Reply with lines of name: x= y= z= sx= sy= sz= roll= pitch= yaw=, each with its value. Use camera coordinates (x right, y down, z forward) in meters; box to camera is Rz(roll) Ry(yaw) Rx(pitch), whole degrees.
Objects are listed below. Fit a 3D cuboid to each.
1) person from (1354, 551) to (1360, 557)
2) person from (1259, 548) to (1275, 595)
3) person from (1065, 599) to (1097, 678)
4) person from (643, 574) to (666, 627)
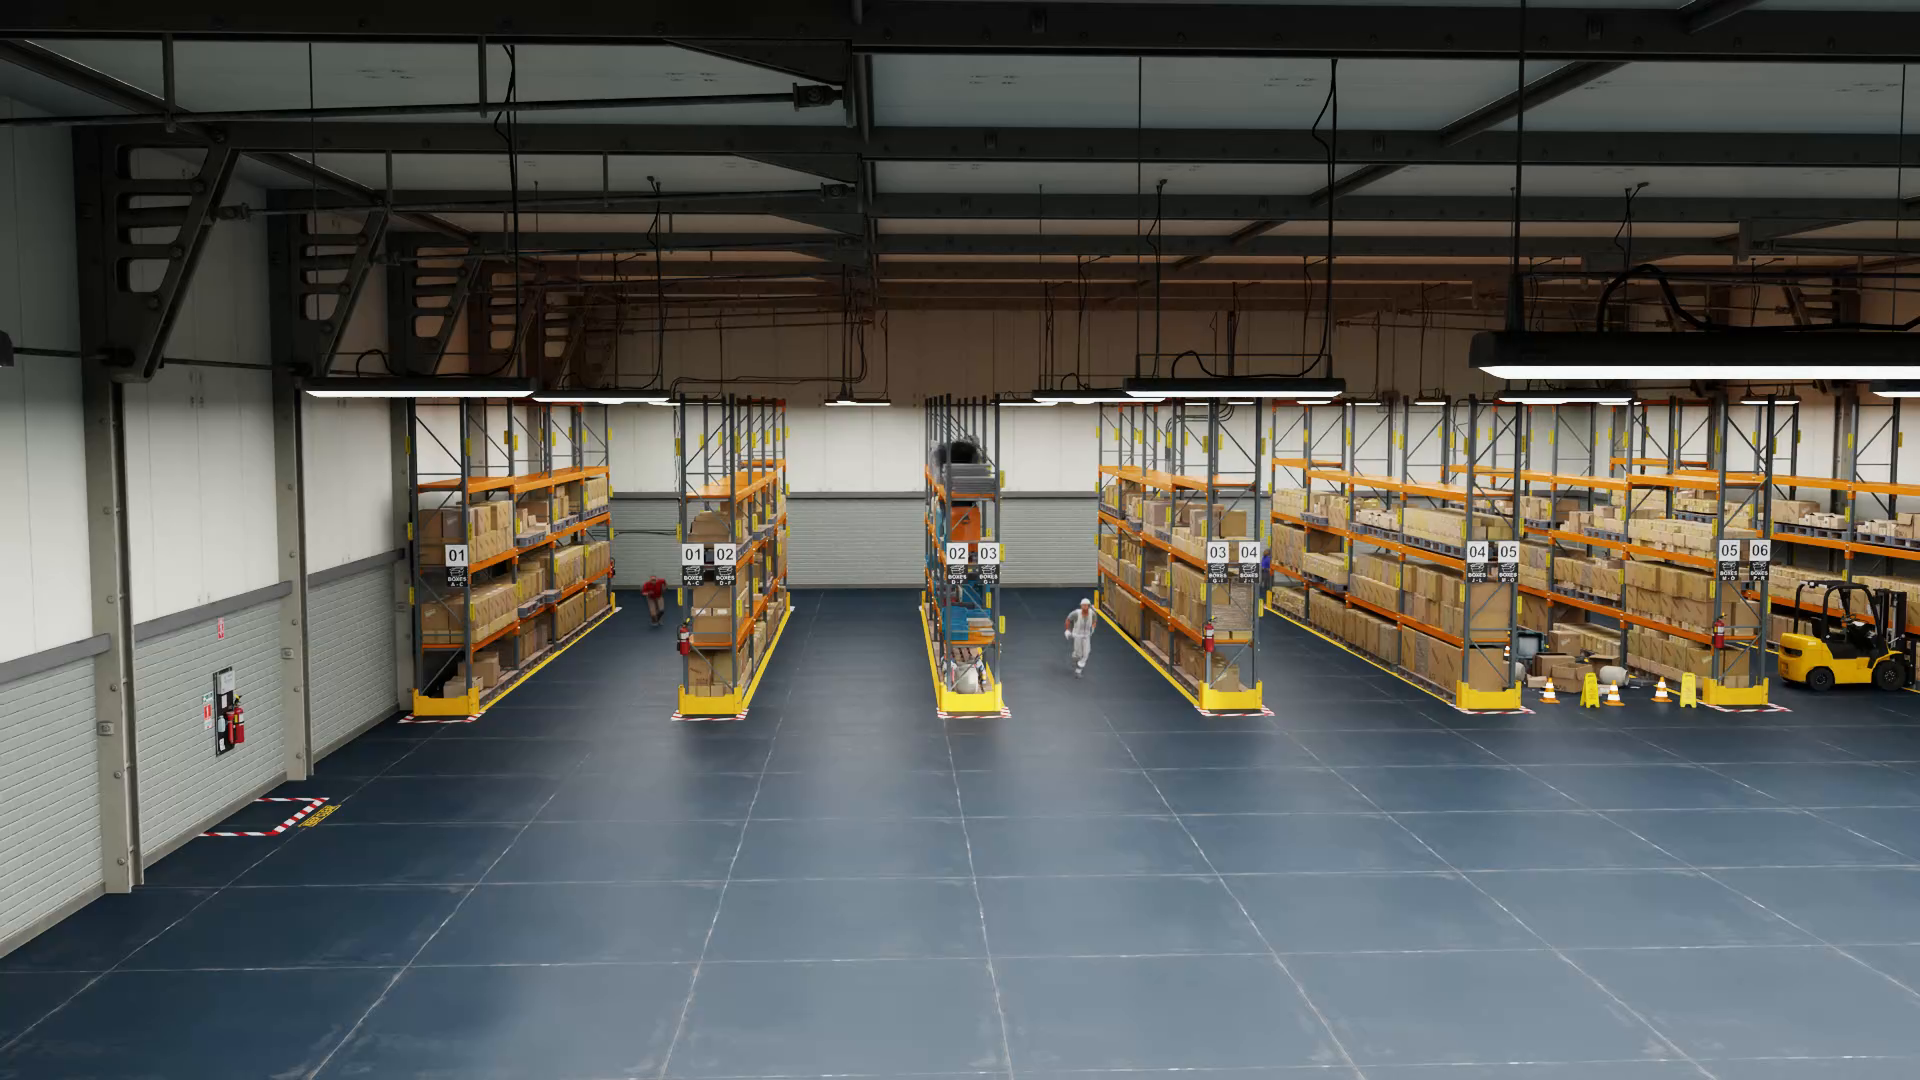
person: x=11.437 y=1.163 z=47.371 sx=0.596 sy=1.678 sz=0.905 roll=-4 pitch=6 yaw=-39
person: x=8.993 y=1.077 z=48.758 sx=0.843 sy=1.671 sz=0.589 roll=-3 pitch=5 yaw=-30
person: x=2.587 y=2.083 z=35.474 sx=0.646 sy=1.715 sz=0.761 roll=-2 pitch=5 yaw=-22
person: x=-7.937 y=1.583 z=43.292 sx=0.684 sy=1.454 sz=1.018 roll=-2 pitch=5 yaw=-19
